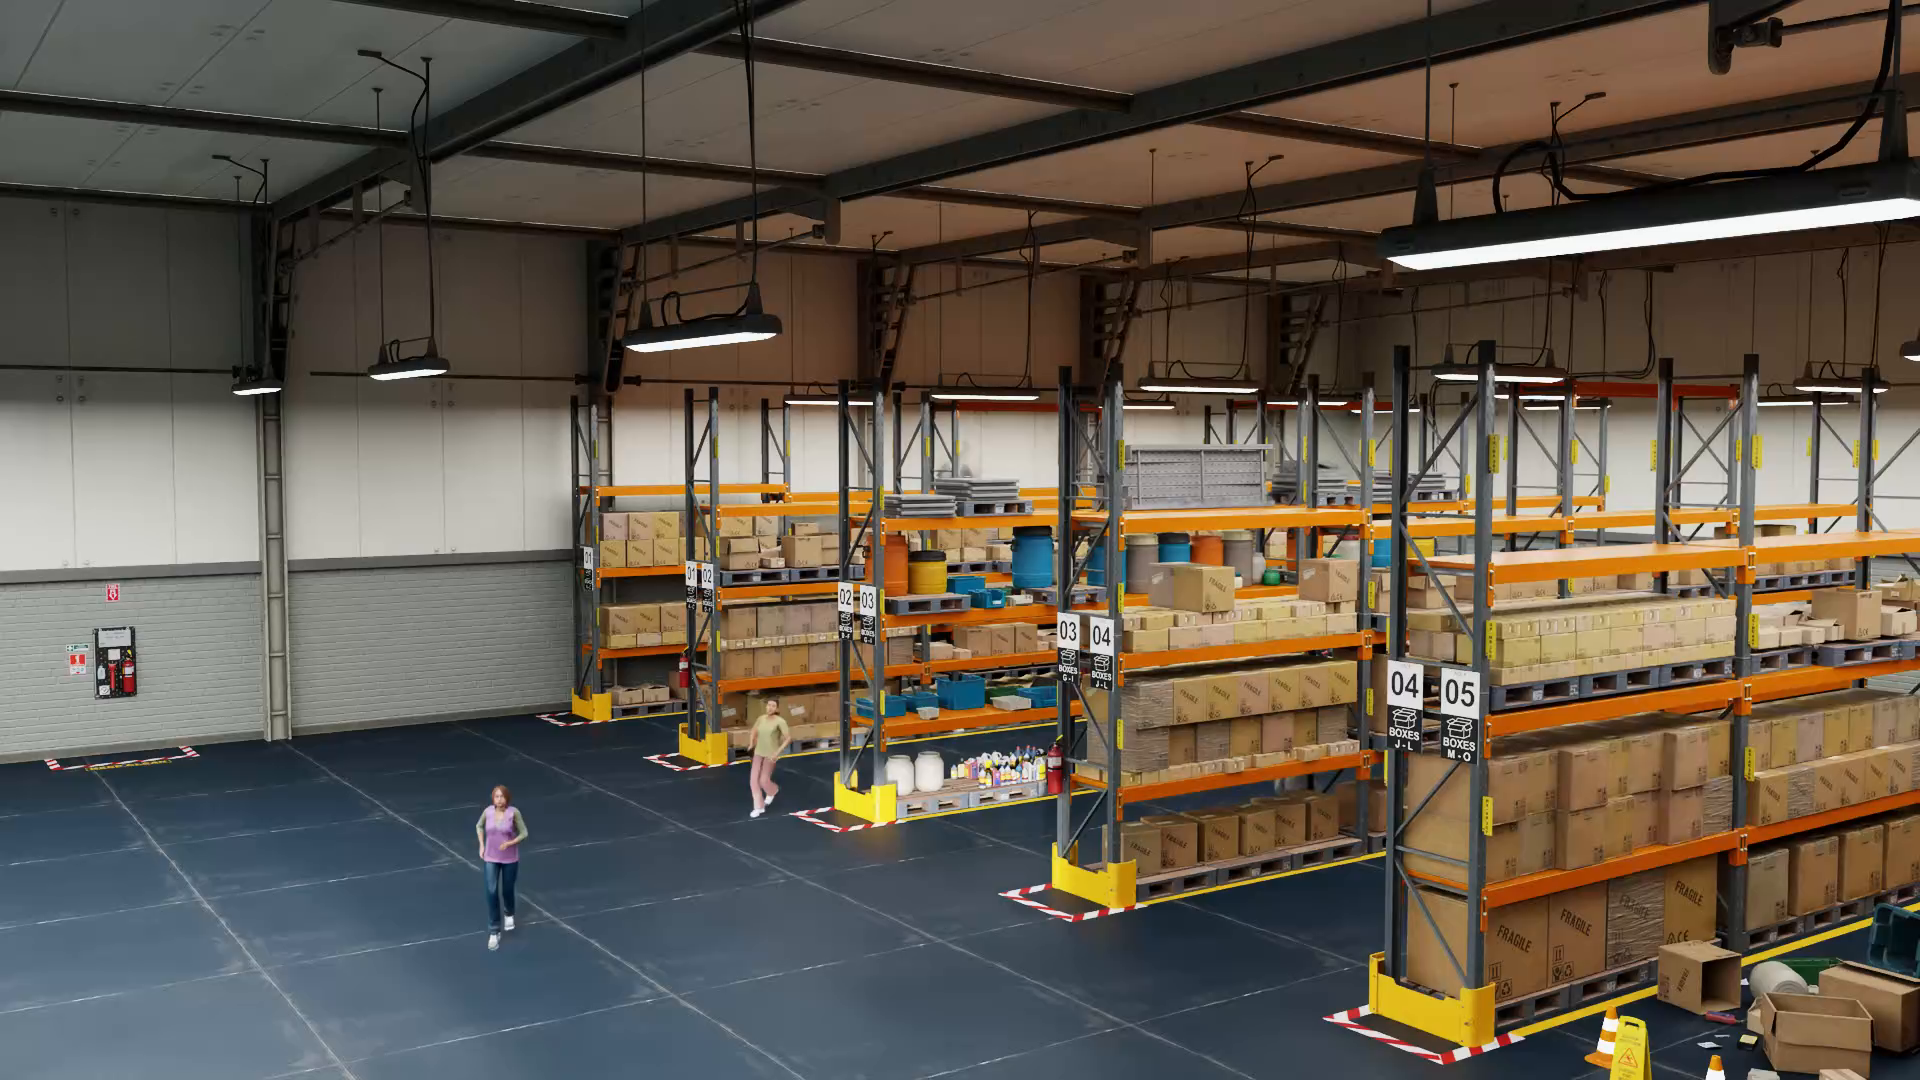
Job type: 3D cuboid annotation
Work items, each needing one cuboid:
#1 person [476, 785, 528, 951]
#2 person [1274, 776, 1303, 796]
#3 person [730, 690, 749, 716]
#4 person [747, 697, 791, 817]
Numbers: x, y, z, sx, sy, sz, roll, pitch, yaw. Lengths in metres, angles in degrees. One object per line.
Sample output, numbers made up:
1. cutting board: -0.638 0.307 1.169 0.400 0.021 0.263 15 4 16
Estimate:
1. person: -4.724 3.328 17.145 0.547 1.627 0.727 0 3 -8
2. person: 4.509 2.975 22.642 0.580 1.647 0.614 -3 4 -38
3. person: -3.807 2.549 28.982 0.875 1.748 0.708 -3 5 -43
4. person: -2.624 2.978 22.985 0.630 1.637 0.606 1 4 22
